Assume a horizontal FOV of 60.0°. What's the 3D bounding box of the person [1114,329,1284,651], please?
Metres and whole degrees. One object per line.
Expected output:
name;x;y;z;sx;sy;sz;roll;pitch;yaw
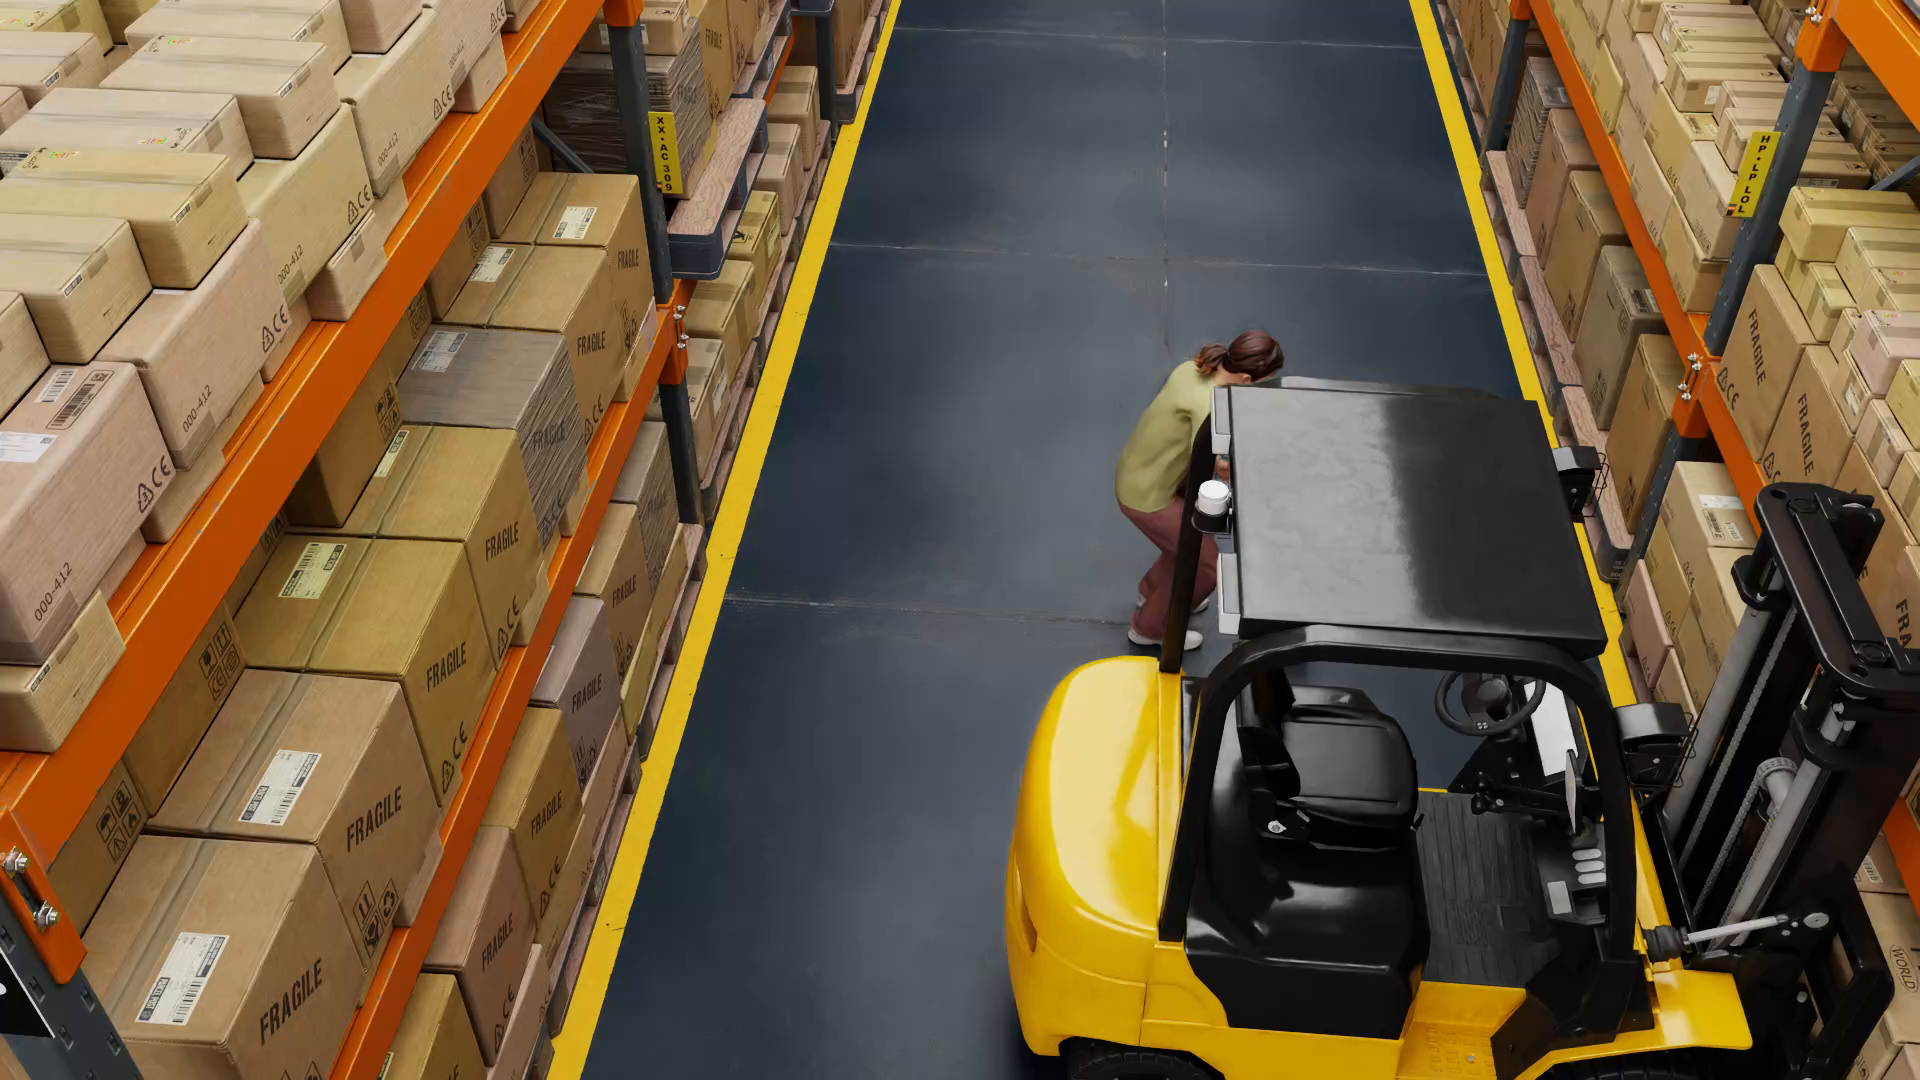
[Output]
person;0.909;-0.219;6.601;0.595;1.444;0.507;4;40;4
